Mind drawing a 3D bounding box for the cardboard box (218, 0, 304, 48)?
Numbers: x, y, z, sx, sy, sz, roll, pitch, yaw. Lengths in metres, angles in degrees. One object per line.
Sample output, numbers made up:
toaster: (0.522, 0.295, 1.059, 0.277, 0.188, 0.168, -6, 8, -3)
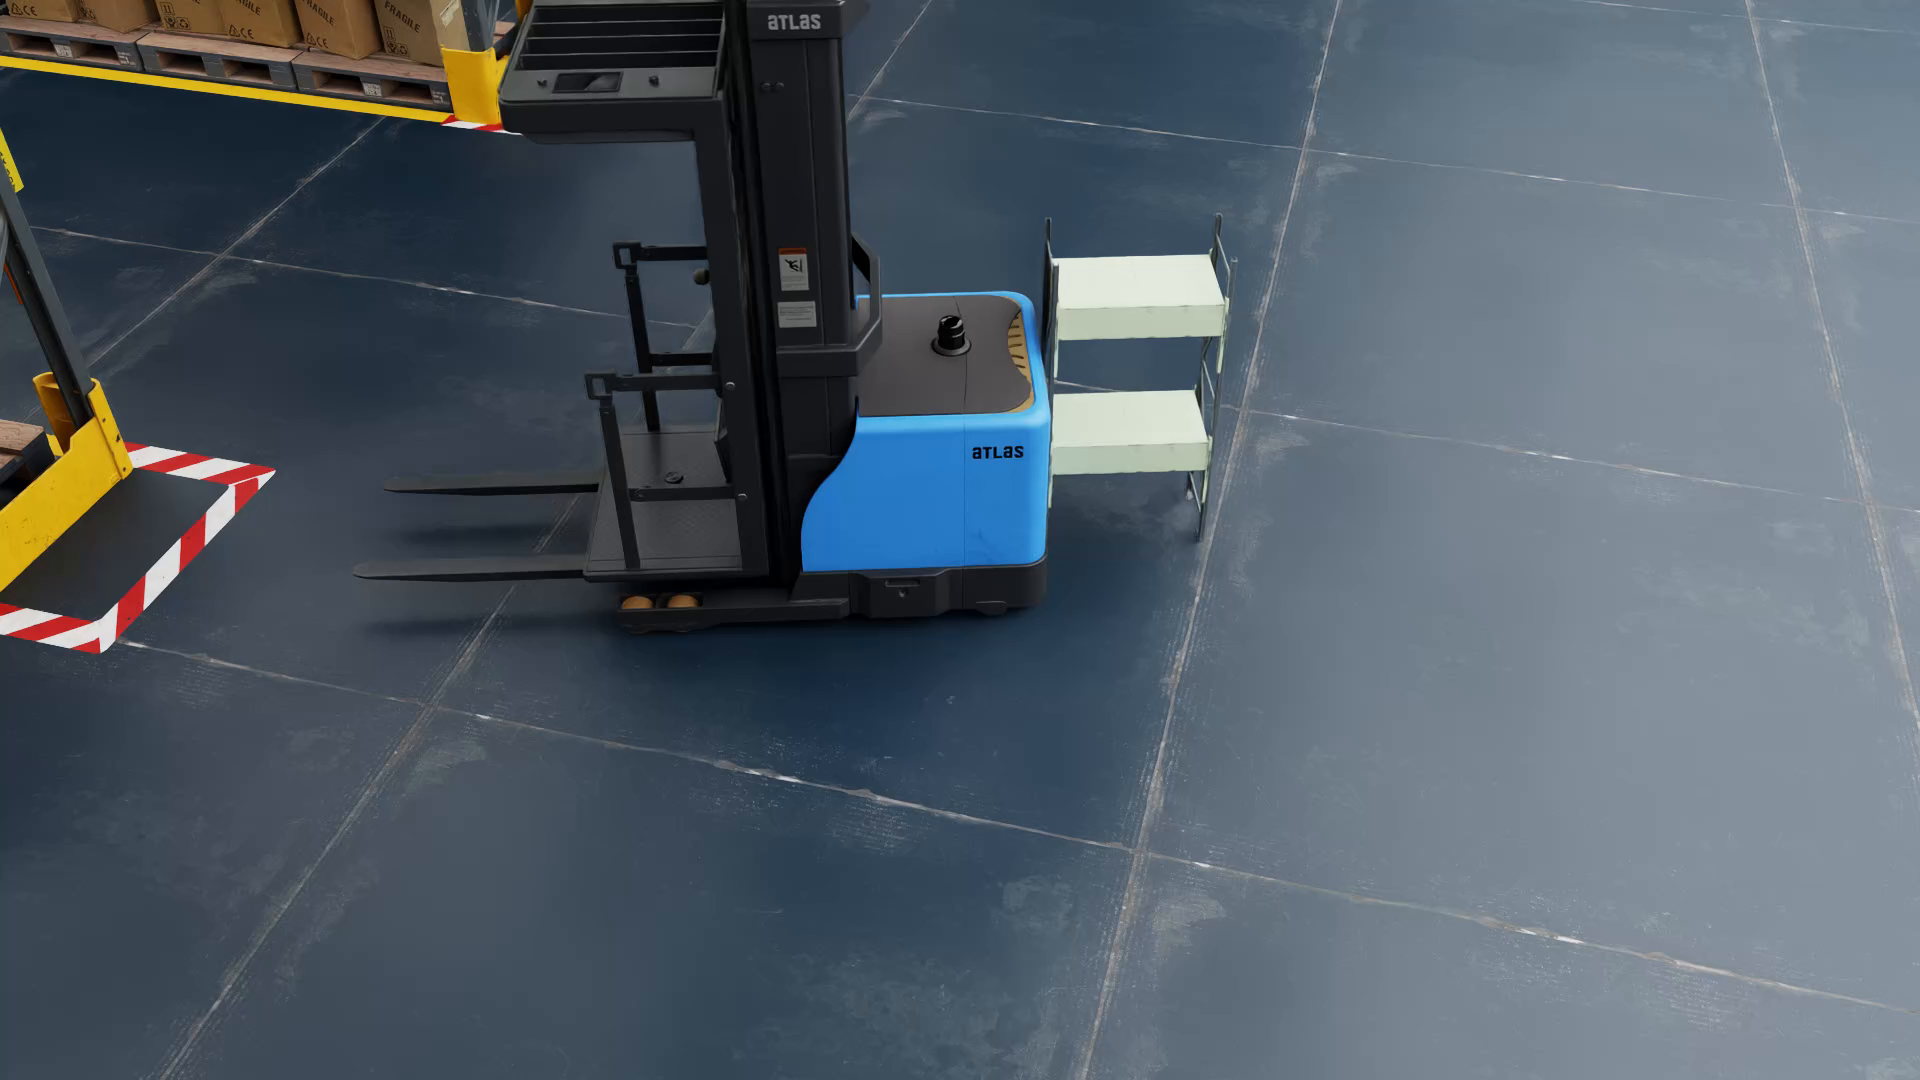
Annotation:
cardboard box: (-4.795, -3.792, 11.575, 0.500, 0.500, 0.500, 13, 42, 15)

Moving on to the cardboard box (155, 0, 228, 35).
cardboard box: (-5.322, -3.913, 11.718, 0.500, 0.500, 0.500, 6, 40, 8)

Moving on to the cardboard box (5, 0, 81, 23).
cardboard box: (-6.498, -4.058, 11.891, 0.500, 0.500, 0.500, 9, 41, 10)

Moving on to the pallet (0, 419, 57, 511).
pallet: (-5.159, -0.257, 7.917, 1.213, 0.211, 1.003, 10, 41, 11)

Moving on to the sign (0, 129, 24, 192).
sign: (-4.144, -1.651, 7.192, 0.005, 0.325, 0.100, 10, 41, 11)

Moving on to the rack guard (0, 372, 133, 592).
rack guard: (-4.376, -0.230, 7.659, 0.348, 0.500, 1.175, 10, 41, 11)

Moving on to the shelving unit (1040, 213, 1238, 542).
shelving unit: (0.749, -0.681, 7.419, 0.755, 1.500, 0.431, -2, 40, -2)

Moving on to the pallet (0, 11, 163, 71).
pallet: (-6.216, -3.788, 12.121, 1.213, 0.211, 1.003, 10, 41, 11)

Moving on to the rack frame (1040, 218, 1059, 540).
rack frame: (0.384, -0.669, 7.405, 0.023, 1.500, 0.400, -2, 40, -2)

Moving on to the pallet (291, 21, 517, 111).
pallet: (-3.859, -3.382, 11.638, 1.213, 0.211, 1.003, 10, 41, 11)

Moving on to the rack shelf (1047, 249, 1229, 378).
rack shelf: (0.749, -0.980, 7.168, 0.720, 0.370, 0.431, -2, 40, -2)

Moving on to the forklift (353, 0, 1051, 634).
forklift: (-1.152, -1.062, 6.760, 3.031, 2.935, 1.130, -2, 40, -2)

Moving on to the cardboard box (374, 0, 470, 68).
cardboard box: (-3.609, -3.598, 11.344, 0.500, 0.500, 0.500, 17, 43, 19)

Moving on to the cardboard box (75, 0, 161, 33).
cardboard box: (-5.942, -3.967, 11.783, 0.500, 0.500, 0.500, 23, 45, 25)

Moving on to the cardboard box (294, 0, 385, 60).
cardboard box: (-4.195, -3.676, 11.437, 0.500, 0.500, 0.500, 20, 44, 23)

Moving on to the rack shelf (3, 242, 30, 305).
rack shelf: (-6.222, -1.260, 7.502, 4.000, 0.370, 1.077, 10, 41, 11)

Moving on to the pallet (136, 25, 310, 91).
pallet: (-5.034, -3.586, 11.881, 1.213, 0.211, 1.003, 10, 41, 11)

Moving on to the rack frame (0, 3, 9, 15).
rack frame: (-6.874, -4.946, 11.331, 0.127, 3.000, 1.000, 10, 41, 11)

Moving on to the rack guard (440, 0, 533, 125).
rack guard: (-3.083, -3.336, 11.358, 0.348, 0.500, 1.175, 10, 41, 11)

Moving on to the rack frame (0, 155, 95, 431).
rack frame: (-4.290, -1.203, 6.875, 0.127, 3.000, 1.000, 10, 41, 11)

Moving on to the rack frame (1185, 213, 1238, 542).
rack frame: (1.115, -0.693, 7.433, 0.023, 1.500, 0.400, -2, 40, -2)

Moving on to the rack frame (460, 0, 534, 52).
rack frame: (-3.010, -4.281, 10.539, 0.127, 3.000, 1.000, 10, 41, 11)

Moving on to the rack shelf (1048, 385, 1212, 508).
rack shelf: (0.749, -0.431, 7.629, 0.720, 0.370, 0.431, -2, 40, -2)
